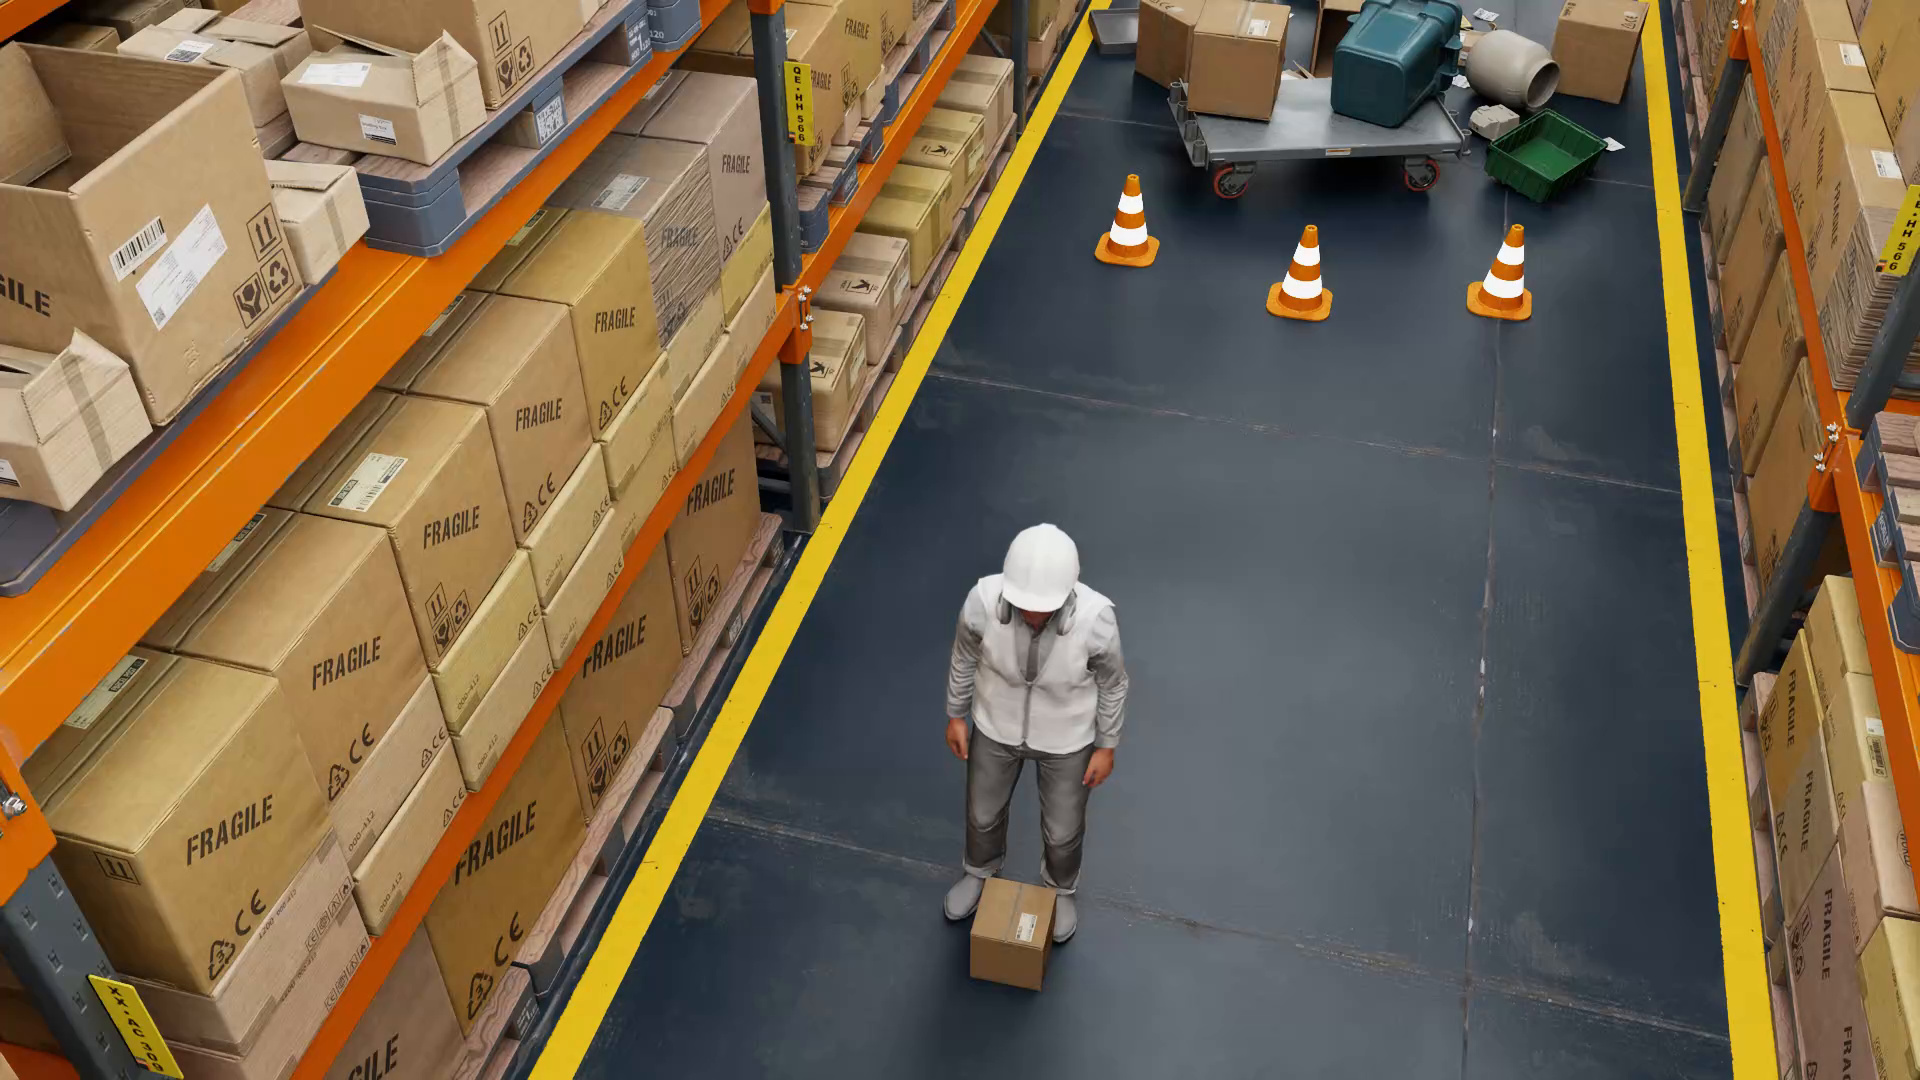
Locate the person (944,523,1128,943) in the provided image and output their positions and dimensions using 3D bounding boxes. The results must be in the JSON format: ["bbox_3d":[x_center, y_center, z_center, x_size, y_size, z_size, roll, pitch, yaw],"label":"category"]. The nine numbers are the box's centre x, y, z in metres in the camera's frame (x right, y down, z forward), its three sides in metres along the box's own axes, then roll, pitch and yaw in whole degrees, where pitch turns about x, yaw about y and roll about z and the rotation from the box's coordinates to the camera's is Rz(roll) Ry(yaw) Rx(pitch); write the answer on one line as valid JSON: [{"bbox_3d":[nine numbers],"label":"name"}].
[{"bbox_3d":[0.239,0.615,5.425,0.580,1.769,0.460,10,42,12],"label":"person"}]
